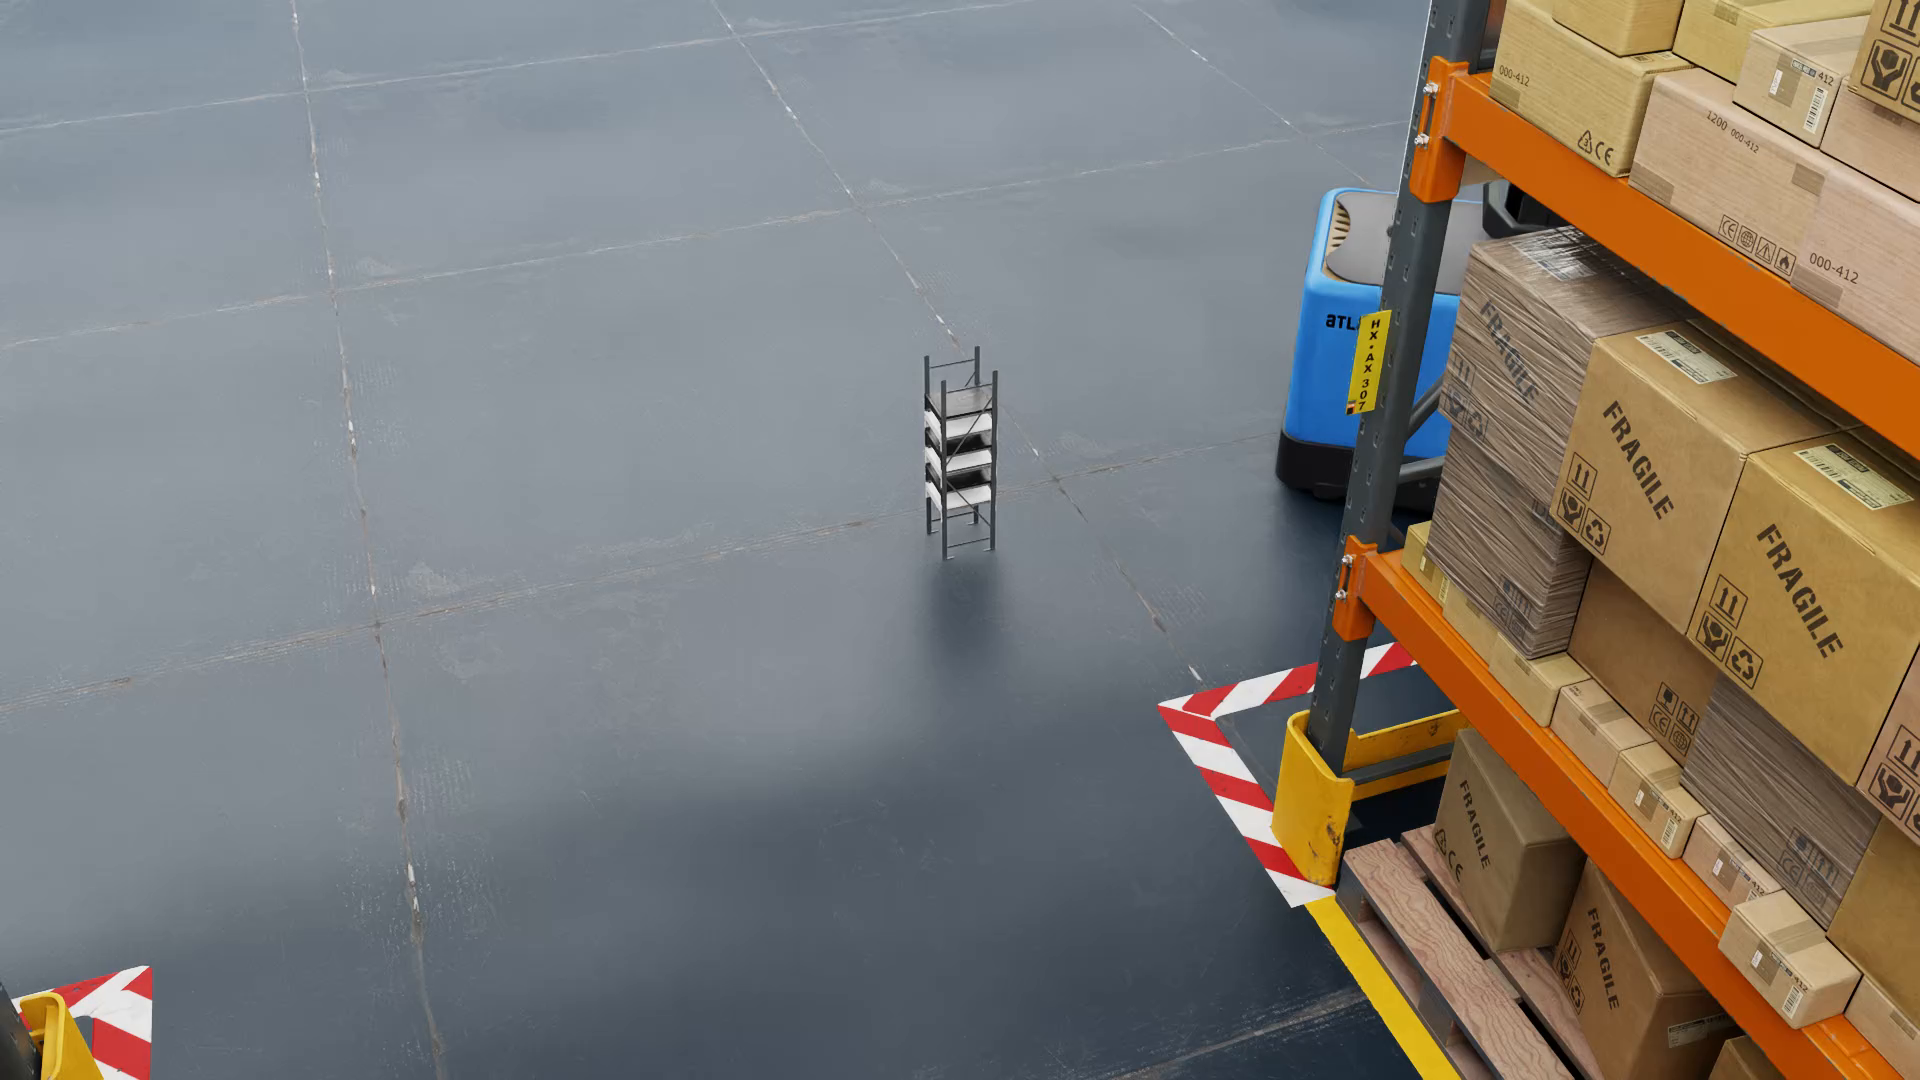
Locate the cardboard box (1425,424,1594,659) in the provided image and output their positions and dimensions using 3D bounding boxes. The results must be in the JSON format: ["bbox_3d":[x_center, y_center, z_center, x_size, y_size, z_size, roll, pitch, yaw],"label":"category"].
[{"bbox_3d":[1.829,-0.108,4.570,0.875,0.500,0.500,-12,39,-16],"label":"cardboard box"}]

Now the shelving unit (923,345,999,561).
[{"bbox_3d":[0.003,-0.355,6.973,0.258,0.900,0.210,-12,39,-16],"label":"shelving unit"}]

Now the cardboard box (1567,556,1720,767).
[{"bbox_3d":[2.114,0.150,4.228,0.875,0.500,0.500,-12,39,-16],"label":"cardboard box"}]

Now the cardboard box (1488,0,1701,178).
[{"bbox_3d":[1.589,-1.078,3.820,0.500,0.250,0.500,-11,38,-15],"label":"cardboard box"}]

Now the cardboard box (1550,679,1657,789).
[{"bbox_3d":[1.785,0.471,4.340,0.380,0.149,0.250,-12,39,-16],"label":"cardboard box"}]

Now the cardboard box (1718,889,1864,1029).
[{"bbox_3d":[1.965,0.912,3.754,0.380,0.149,0.250,-12,39,-16],"label":"cardboard box"}]

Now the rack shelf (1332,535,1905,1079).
[{"bbox_3d":[2.354,1.151,3.826,1.077,0.370,4.000,-12,39,-16],"label":"rack shelf"}]

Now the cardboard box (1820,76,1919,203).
[{"bbox_3d":[1.851,-0.769,3.078,0.380,0.149,0.250,-13,39,-16],"label":"cardboard box"}]

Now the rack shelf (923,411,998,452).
[{"bbox_3d":[0.003,-0.472,6.885,0.258,0.077,0.200,-12,39,-16],"label":"rack shelf"}]

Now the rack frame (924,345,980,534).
[{"bbox_3d":[-0.032,-0.412,7.049,0.240,0.900,0.006,-12,39,-16],"label":"rack frame"}]

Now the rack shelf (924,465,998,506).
[{"bbox_3d":[0.003,-0.256,7.047,0.258,0.077,0.200,-12,39,-16],"label":"rack shelf"}]

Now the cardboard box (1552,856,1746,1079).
[{"bbox_3d":[2.103,1.252,4.823,0.500,0.500,0.500,-3,37,-4],"label":"cardboard box"}]

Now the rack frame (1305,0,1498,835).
[{"bbox_3d":[1.666,-0.266,5.110,1.000,3.000,0.127,-12,39,-16],"label":"rack frame"}]

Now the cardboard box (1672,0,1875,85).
[{"bbox_3d":[1.744,-1.076,3.486,0.380,0.149,0.250,-13,39,-17],"label":"cardboard box"}]

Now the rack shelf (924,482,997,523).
[{"bbox_3d":[0.003,-0.184,7.102,0.258,0.077,0.200,-12,39,-16],"label":"rack shelf"}]

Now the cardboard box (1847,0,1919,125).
[{"bbox_3d":[1.923,-0.928,2.749,0.500,0.500,0.500,-13,39,-16],"label":"cardboard box"}]

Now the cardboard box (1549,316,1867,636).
[{"bbox_3d":[1.765,-0.173,3.825,0.500,0.500,0.500,-12,39,-16],"label":"cardboard box"}]

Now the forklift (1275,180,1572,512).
[{"bbox_3d":[3.003,-1.437,6.722,3.031,2.935,1.130,9,38,12],"label":"forklift"}]

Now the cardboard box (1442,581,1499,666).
[{"bbox_3d":[1.608,0.190,4.713,0.380,0.149,0.250,-12,39,-16],"label":"cardboard box"}]

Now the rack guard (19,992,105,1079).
[{"bbox_3d":[-3.034,1.689,4.592,1.175,0.500,0.348,-12,39,-16],"label":"rack guard"}]

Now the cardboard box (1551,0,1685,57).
[{"bbox_3d":[1.542,-1.193,3.641,0.380,0.149,0.250,-12,39,-15],"label":"cardboard box"}]

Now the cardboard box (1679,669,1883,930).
[{"bbox_3d":[2.245,0.441,3.841,0.875,0.500,0.500,-12,39,-16],"label":"cardboard box"}]

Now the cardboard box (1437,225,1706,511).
[{"bbox_3d":[1.599,-0.457,4.202,0.500,0.500,0.500,-12,39,-16],"label":"cardboard box"}]

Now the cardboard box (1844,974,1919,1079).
[{"bbox_3d":[2.176,1.026,3.603,0.380,0.149,0.250,-12,39,-16],"label":"cardboard box"}]

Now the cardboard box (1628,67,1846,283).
[{"bbox_3d":[1.772,-0.788,3.435,0.500,0.250,0.500,-13,39,-17],"label":"cardboard box"}]

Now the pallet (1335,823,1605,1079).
[{"bbox_3d":[1.938,1.357,5.273,1.003,0.211,1.213,-12,39,-16],"label":"pallet"}]

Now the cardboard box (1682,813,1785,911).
[{"bbox_3d":[1.976,0.750,3.970,0.380,0.149,0.250,-12,39,-16],"label":"cardboard box"}]

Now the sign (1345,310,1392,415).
[{"bbox_3d":[1.156,-0.499,4.700,0.100,0.325,0.005,-12,39,-16],"label":"sign"}]

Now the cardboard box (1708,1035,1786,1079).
[{"bbox_3d":[2.300,1.609,4.349,0.500,0.500,0.500,-9,38,-12],"label":"cardboard box"}]

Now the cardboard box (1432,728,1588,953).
[{"bbox_3d":[1.865,0.921,5.262,0.500,0.500,0.500,-6,37,-7],"label":"cardboard box"}]

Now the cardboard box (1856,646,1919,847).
[{"bbox_3d":[2.116,0.391,3.077,0.500,0.500,0.500,-12,39,-16],"label":"cardboard box"}]

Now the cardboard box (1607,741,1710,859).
[{"bbox_3d":[1.865,0.614,4.150,0.380,0.149,0.250,-12,39,-16],"label":"cardboard box"}]

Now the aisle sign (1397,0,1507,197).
[{"bbox_3d":[1.363,-1.277,4.291,0.394,0.787,0.004,-12,39,-16],"label":"aisle sign"}]

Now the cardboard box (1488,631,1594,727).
[{"bbox_3d":[1.680,0.335,4.522,0.380,0.149,0.250,-12,39,-16],"label":"cardboard box"}]

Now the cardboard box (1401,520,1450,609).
[{"bbox_3d":[1.540,0.045,4.906,0.380,0.149,0.250,-12,39,-16],"label":"cardboard box"}]

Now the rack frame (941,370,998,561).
[{"bbox_3d":[0.038,-0.297,6.897,0.240,0.900,0.006,-12,39,-16],"label":"rack frame"}]

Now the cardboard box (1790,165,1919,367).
[{"bbox_3d":[1.939,-0.507,3.062,0.500,0.250,0.500,-13,39,-16],"label":"cardboard box"}]

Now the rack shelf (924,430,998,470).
[{"bbox_3d":[0.003,-0.400,6.939,0.258,0.077,0.200,-12,39,-16],"label":"rack shelf"}]

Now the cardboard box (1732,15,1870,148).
[{"bbox_3d":[1.771,-0.907,3.262,0.380,0.149,0.250,-11,38,-14],"label":"cardboard box"}]

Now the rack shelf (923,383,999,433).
[{"bbox_3d":[0.003,-0.544,6.831,0.258,0.077,0.200,-12,39,-16],"label":"rack shelf"}]

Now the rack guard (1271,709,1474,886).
[{"bbox_3d":[1.692,0.776,5.805,1.175,0.500,0.348,-12,39,-16],"label":"rack guard"}]

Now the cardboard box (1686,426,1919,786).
[{"bbox_3d":[1.938,0.109,3.450,0.500,0.500,0.500,-12,39,-16],"label":"cardboard box"}]

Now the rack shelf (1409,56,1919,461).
[{"bbox_3d":[2.354,-0.047,2.924,1.077,0.370,4.000,-12,39,-16],"label":"rack shelf"}]

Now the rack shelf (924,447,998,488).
[{"bbox_3d":[0.003,-0.328,6.993,0.258,0.077,0.200,-12,39,-16],"label":"rack shelf"}]

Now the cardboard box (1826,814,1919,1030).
[{"bbox_3d":[2.406,0.726,3.463,0.875,0.500,0.500,-12,39,-16],"label":"cardboard box"}]
